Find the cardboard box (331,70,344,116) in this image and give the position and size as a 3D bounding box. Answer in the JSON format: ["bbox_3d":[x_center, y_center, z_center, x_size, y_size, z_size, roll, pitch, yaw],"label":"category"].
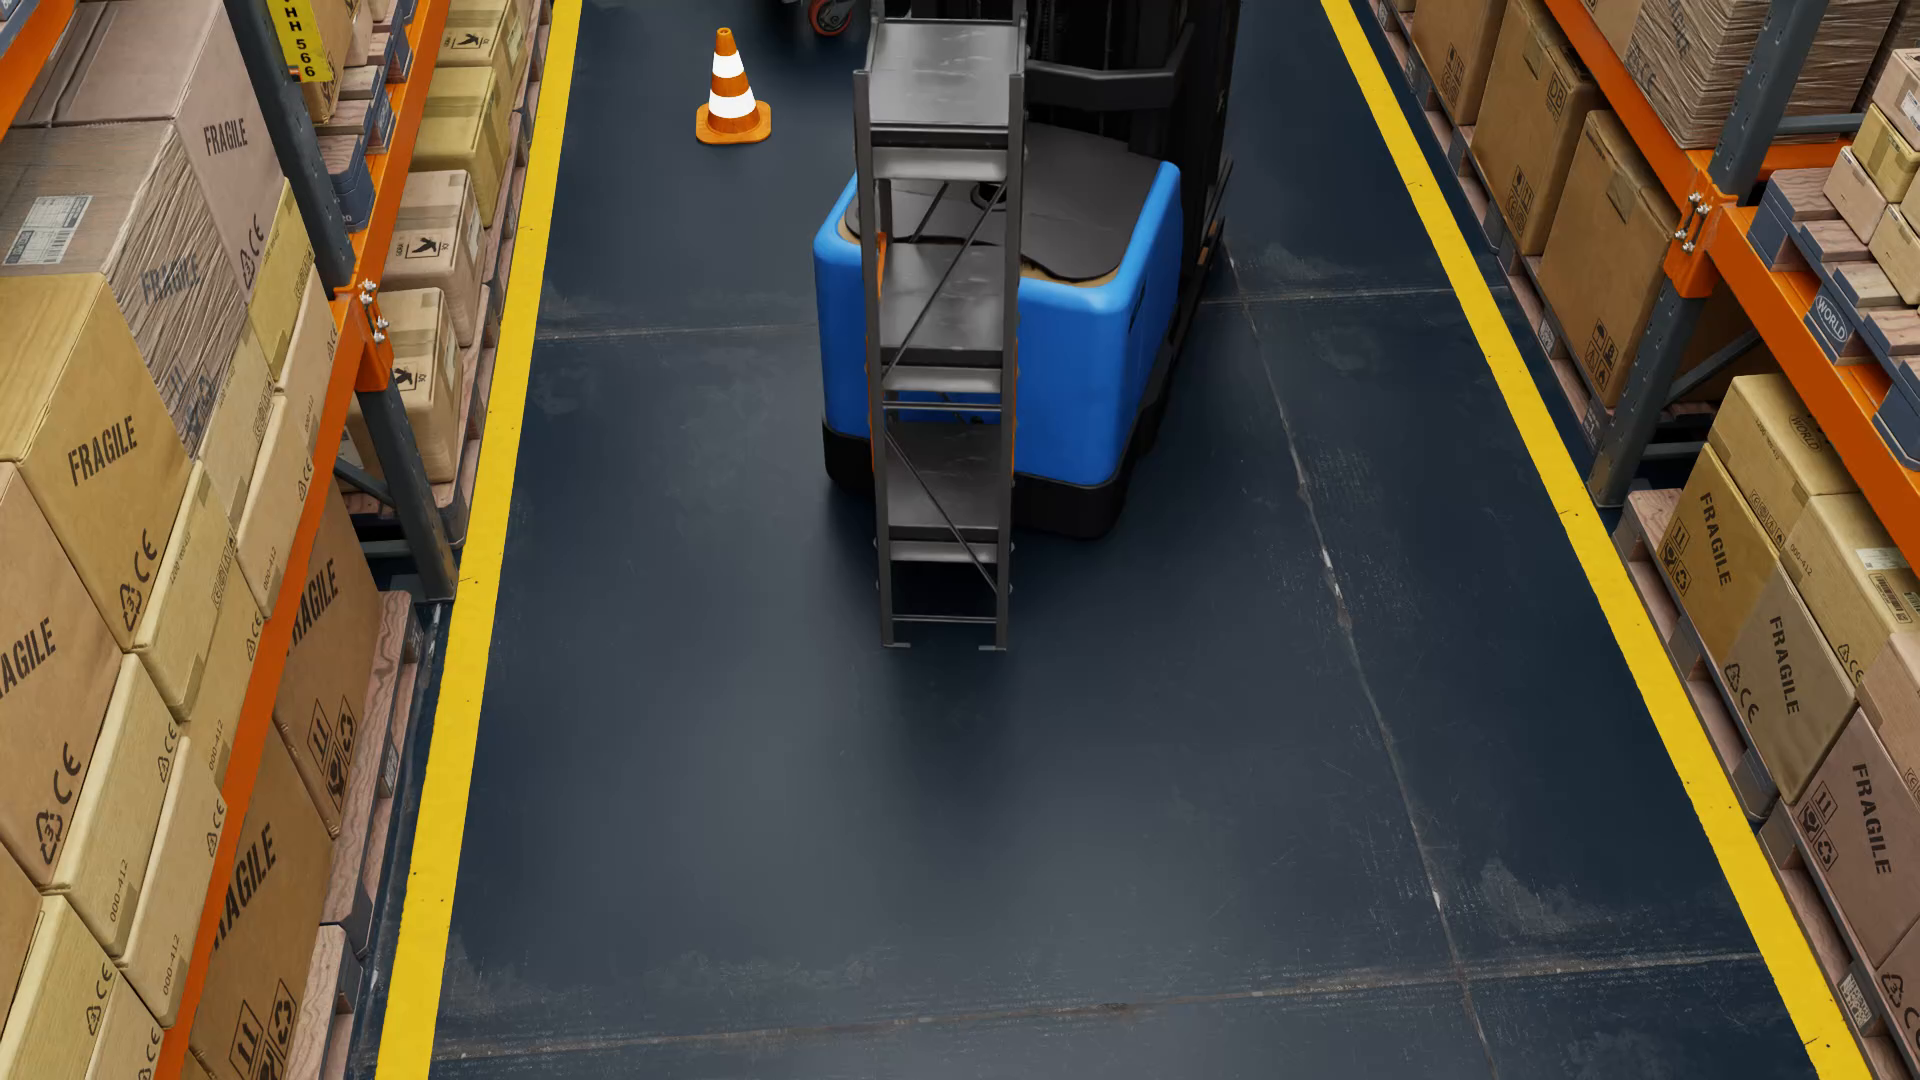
[{"bbox_3d":[-2.022,-1.350,4.846,0.380,0.149,0.250,-6,47,-6],"label":"cardboard box"}]

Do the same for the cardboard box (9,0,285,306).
[{"bbox_3d":[-1.886,-0.859,3.740,0.500,0.500,0.500,-5,47,-4],"label":"cardboard box"}]

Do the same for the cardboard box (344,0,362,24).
[{"bbox_3d":[-2.047,-1.836,4.860,0.500,0.500,0.500,-1,47,-1],"label":"cardboard box"}]

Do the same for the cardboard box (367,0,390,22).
[{"bbox_3d":[-2.001,-1.751,5.226,0.380,0.149,0.250,-3,47,-3],"label":"cardboard box"}]

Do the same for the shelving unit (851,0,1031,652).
[{"bbox_3d":[-0.040,-0.547,4.822,0.431,2.100,0.503,2,47,2],"label":"shelving unit"}]

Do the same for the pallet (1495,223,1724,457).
[{"bbox_3d":[2.744,-0.829,6.390,1.003,0.211,1.213,-3,47,-3],"label":"pallet"}]

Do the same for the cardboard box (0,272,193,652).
[{"bbox_3d":[-1.800,-0.128,3.048,0.500,0.500,0.500,-3,47,-3],"label":"cardboard box"}]

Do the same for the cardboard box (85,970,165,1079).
[{"bbox_3d":[-1.700,1.026,2.815,0.500,0.250,0.500,-4,47,-4],"label":"cardboard box"}]

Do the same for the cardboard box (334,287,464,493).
[{"bbox_3d":[-2.227,-0.489,5.668,0.950,0.372,0.625,-6,47,-6],"label":"cardboard box"}]

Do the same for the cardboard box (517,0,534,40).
[{"bbox_3d":[-2.478,-2.594,7.662,0.950,0.372,0.625,-3,47,-3],"label":"cardboard box"}]

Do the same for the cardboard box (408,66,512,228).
[{"bbox_3d":[-2.355,-1.571,6.693,0.950,0.372,0.625,-2,47,-2],"label":"cardboard box"}]

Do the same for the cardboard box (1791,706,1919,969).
[{"bbox_3d":[2.633,0.764,4.393,0.500,0.500,0.500,-5,47,-4],"label":"cardboard box"}]

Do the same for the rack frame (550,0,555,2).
[{"bbox_3d":[-2.525,-3.733,7.219,1.000,3.000,0.127,-3,47,-3],"label":"rack frame"}]

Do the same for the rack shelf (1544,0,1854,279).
[{"bbox_3d":[2.567,-2.412,6.464,1.077,0.370,4.000,-3,47,-3],"label":"rack shelf"}]

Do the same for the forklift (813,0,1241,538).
[{"bbox_3d":[0.451,-2.107,5.727,1.130,2.935,3.031,13,48,12],"label":"forklift"}]

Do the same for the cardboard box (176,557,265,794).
[{"bbox_3d":[-1.804,0.297,3.506,0.500,0.250,0.500,-4,47,-4],"label":"cardboard box"}]

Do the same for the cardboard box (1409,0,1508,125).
[{"bbox_3d":[2.618,-2.336,7.156,1.050,0.750,0.750,-3,47,-3],"label":"cardboard box"}]

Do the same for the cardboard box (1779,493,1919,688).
[{"bbox_3d":[2.593,0.125,4.482,0.500,0.250,0.500,-4,47,-4],"label":"cardboard box"}]

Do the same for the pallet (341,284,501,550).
[{"bbox_3d":[-2.254,-0.445,6.026,1.003,0.211,1.213,-3,47,-3],"label":"pallet"}]

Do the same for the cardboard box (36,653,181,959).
[{"bbox_3d":[-1.742,0.491,2.978,0.500,0.250,0.500,-5,47,-4],"label":"cardboard box"}]

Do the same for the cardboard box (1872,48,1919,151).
[{"bbox_3d":[2.580,-1.126,4.224,0.380,0.149,0.250,-3,47,-3],"label":"cardboard box"}]

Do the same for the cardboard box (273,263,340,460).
[{"bbox_3d":[-1.889,-0.437,4.201,0.500,0.250,0.500,-5,47,-5],"label":"cardboard box"}]

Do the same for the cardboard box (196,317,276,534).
[{"bbox_3d":[-1.849,-0.253,3.683,0.500,0.250,0.500,-5,47,-4],"label":"cardboard box"}]

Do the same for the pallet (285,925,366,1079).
[{"bbox_3d":[-2.100,1.576,4.112,1.003,0.211,1.213,-3,47,-3],"label":"pallet"}]

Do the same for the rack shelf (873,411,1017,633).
[{"bbox_3d":[-0.040,-0.056,5.340,0.431,0.518,0.480,2,47,2],"label":"rack shelf"}]

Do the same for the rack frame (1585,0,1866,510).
[{"bbox_3d":[2.734,-1.213,4.833,1.000,3.000,0.127,-3,47,-3],"label":"rack frame"}]

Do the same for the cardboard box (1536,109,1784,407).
[{"bbox_3d":[2.773,-1.030,5.919,1.050,0.750,0.750,-4,47,-4],"label":"cardboard box"}]

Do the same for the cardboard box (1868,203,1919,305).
[{"bbox_3d":[2.593,-0.741,4.269,0.380,0.149,0.250,-1,47,-1],"label":"cardboard box"}]

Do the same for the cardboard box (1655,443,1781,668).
[{"bbox_3d":[2.540,0.030,5.088,0.500,0.500,0.500,-5,47,-5],"label":"cardboard box"}]

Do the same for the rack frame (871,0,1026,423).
[{"bbox_3d":[-0.029,-0.724,4.989,0.400,2.100,0.015,2,47,2],"label":"rack frame"}]

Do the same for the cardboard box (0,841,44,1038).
[{"bbox_3d":[-1.715,0.612,2.347,0.500,0.500,0.500,-5,47,-4],"label":"cardboard box"}]

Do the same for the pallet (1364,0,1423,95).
[{"bbox_3d":[2.539,-2.594,8.062,1.003,0.211,1.213,-3,47,-3],"label":"pallet"}]

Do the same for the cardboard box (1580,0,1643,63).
[{"bbox_3d":[2.389,-1.918,5.431,0.500,0.500,0.500,-3,47,-3],"label":"cardboard box"}]

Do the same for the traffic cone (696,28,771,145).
[{"bbox_3d":[-1.026,-2.048,7.371,0.336,0.463,0.334,-3,47,-3],"label":"traffic cone"}]

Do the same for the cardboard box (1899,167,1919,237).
[{"bbox_3d":[2.600,-0.815,4.135,0.380,0.149,0.250,-1,47,-1],"label":"cardboard box"}]

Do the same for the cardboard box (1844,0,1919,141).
[{"bbox_3d":[2.966,-1.588,5.119,0.500,0.500,0.500,-3,47,-3],"label":"cardboard box"}]

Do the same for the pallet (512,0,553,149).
[{"bbox_3d":[-2.458,-2.211,7.698,1.003,0.211,1.213,-3,47,-3],"label":"pallet"}]

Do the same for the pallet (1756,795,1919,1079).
[{"bbox_3d":[2.897,1.192,4.475,1.003,0.211,1.213,-3,47,-3],"label":"pallet"}]

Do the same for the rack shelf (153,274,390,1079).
[{"bbox_3d":[-2.022,0.856,3.369,1.077,0.370,4.000,-3,47,-3],"label":"rack shelf"}]

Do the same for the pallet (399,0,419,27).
[{"bbox_3d":[-2.396,-2.202,5.902,1.003,0.211,1.213,-3,47,-3],"label":"pallet"}]

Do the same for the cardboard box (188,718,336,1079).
[{"bbox_3d":[-2.144,0.898,4.008,0.875,0.875,0.875,-3,47,-3],"label":"cardboard box"}]
